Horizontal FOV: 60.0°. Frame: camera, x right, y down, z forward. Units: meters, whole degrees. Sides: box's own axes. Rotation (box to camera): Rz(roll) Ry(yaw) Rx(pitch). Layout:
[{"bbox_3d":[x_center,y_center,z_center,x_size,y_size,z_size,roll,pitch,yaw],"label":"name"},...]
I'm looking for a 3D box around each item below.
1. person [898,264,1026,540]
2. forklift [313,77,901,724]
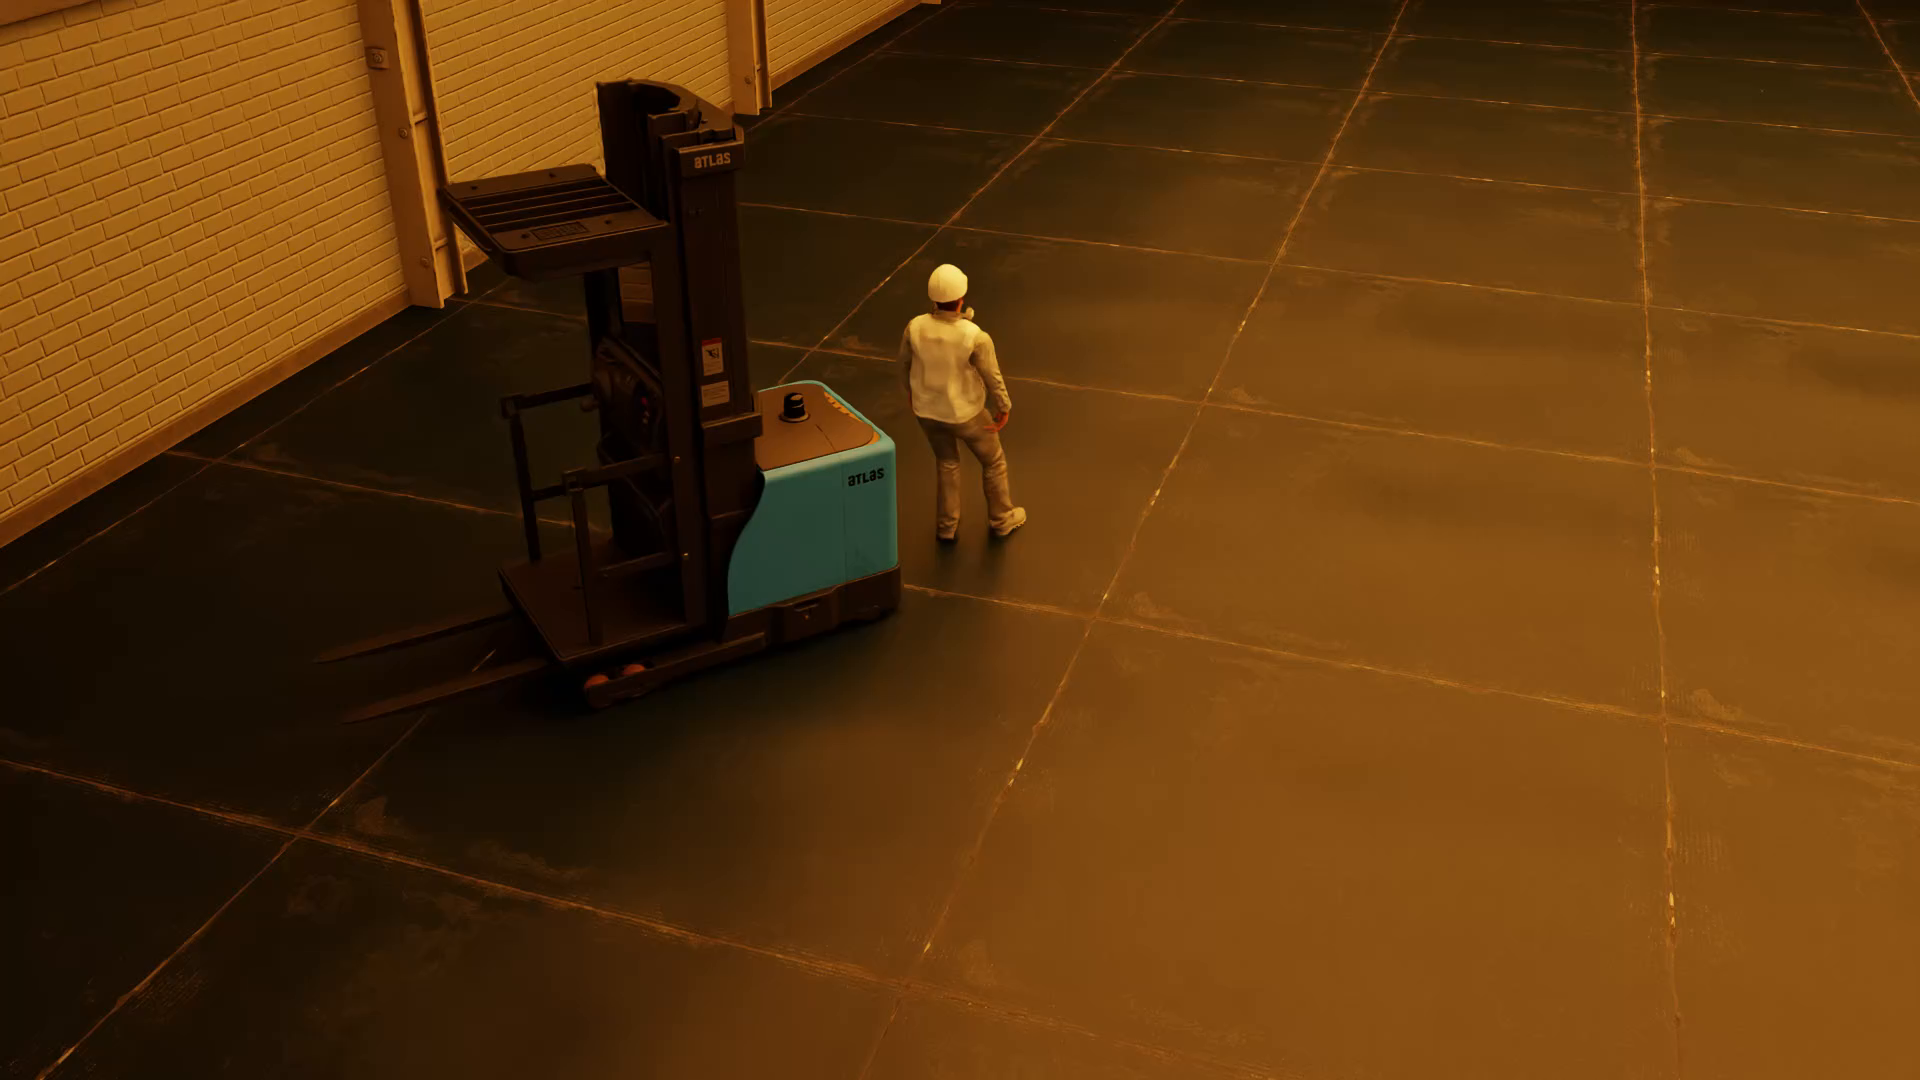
[{"bbox_3d":[0.007,-0.830,9.815,0.678,1.749,0.599,13,32,21],"label":"person"},{"bbox_3d":[-1.864,-0.707,8.377,3.031,2.935,1.130,-16,33,-26],"label":"forklift"}]
